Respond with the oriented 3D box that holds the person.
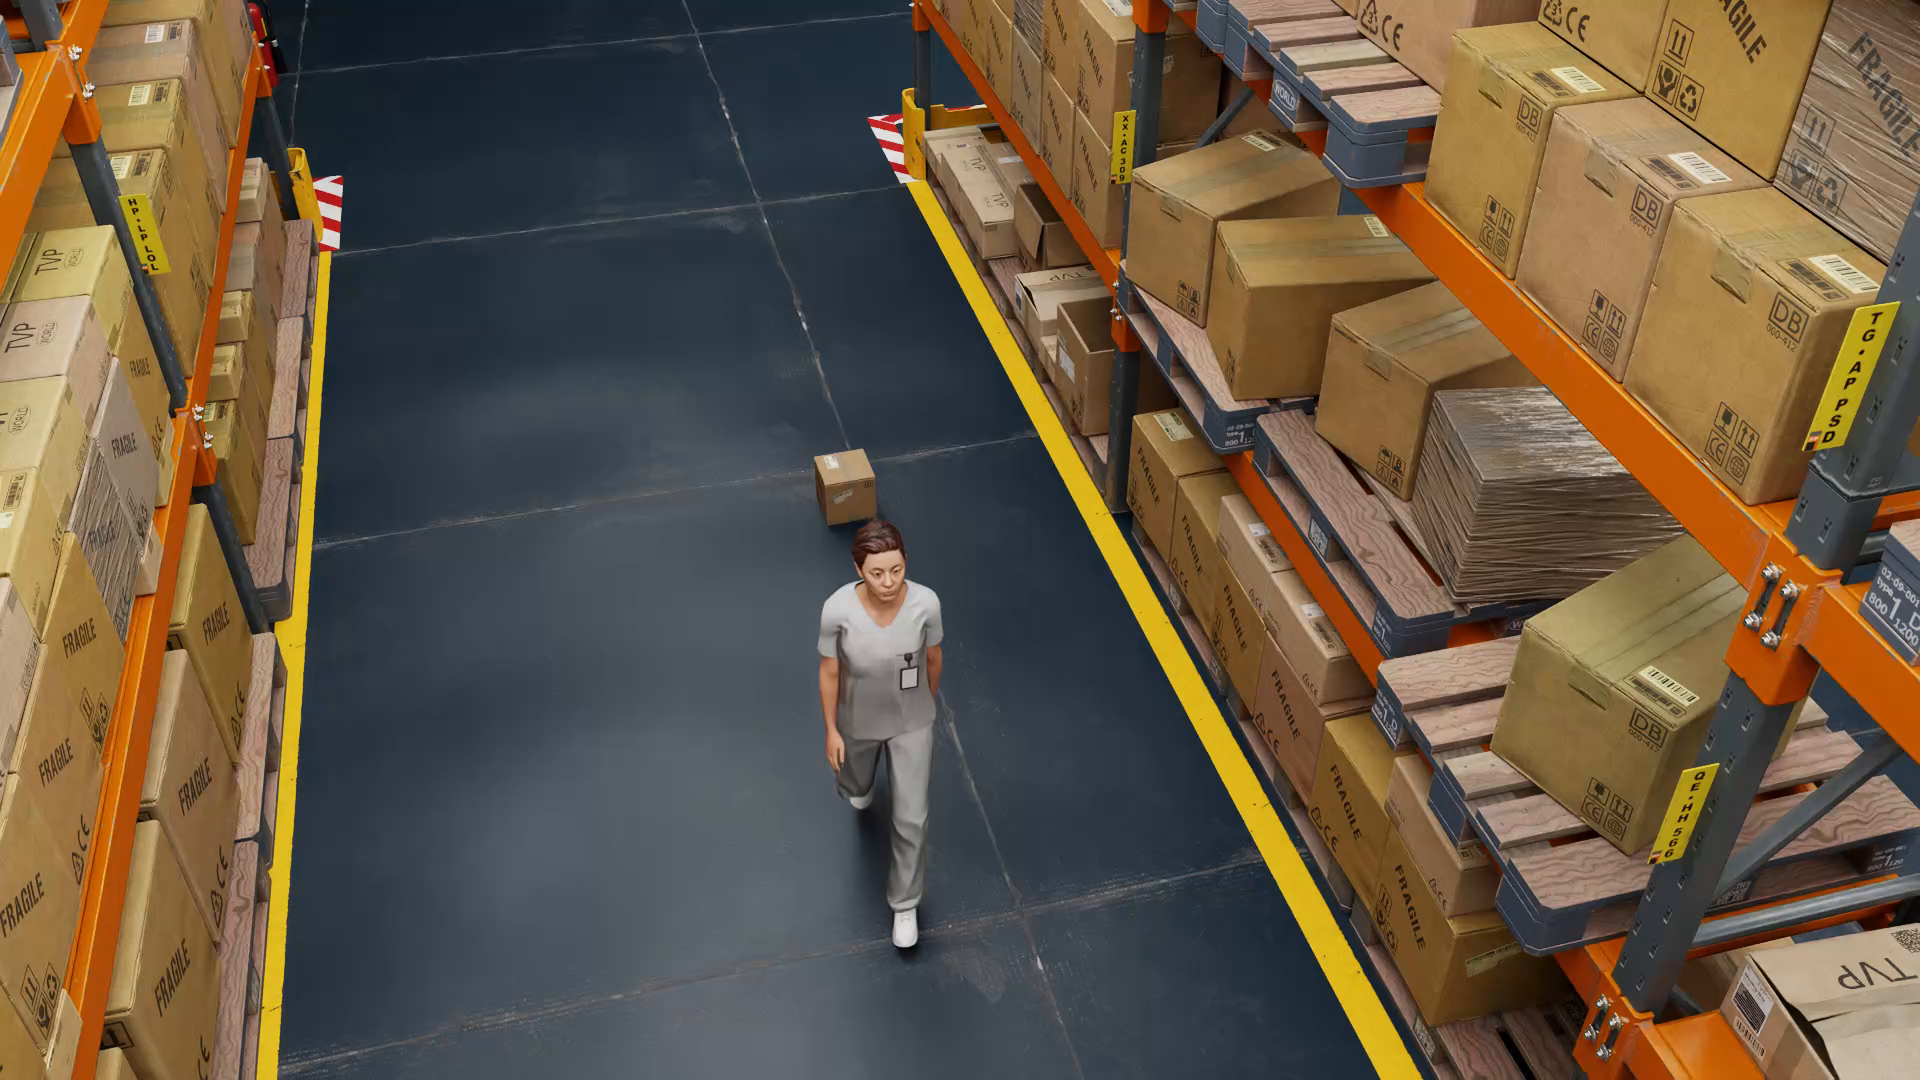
[{"bbox_3d":[-0.274,0.598,5.946,0.438,1.631,0.923,-2,38,-2],"label":"person"}]
